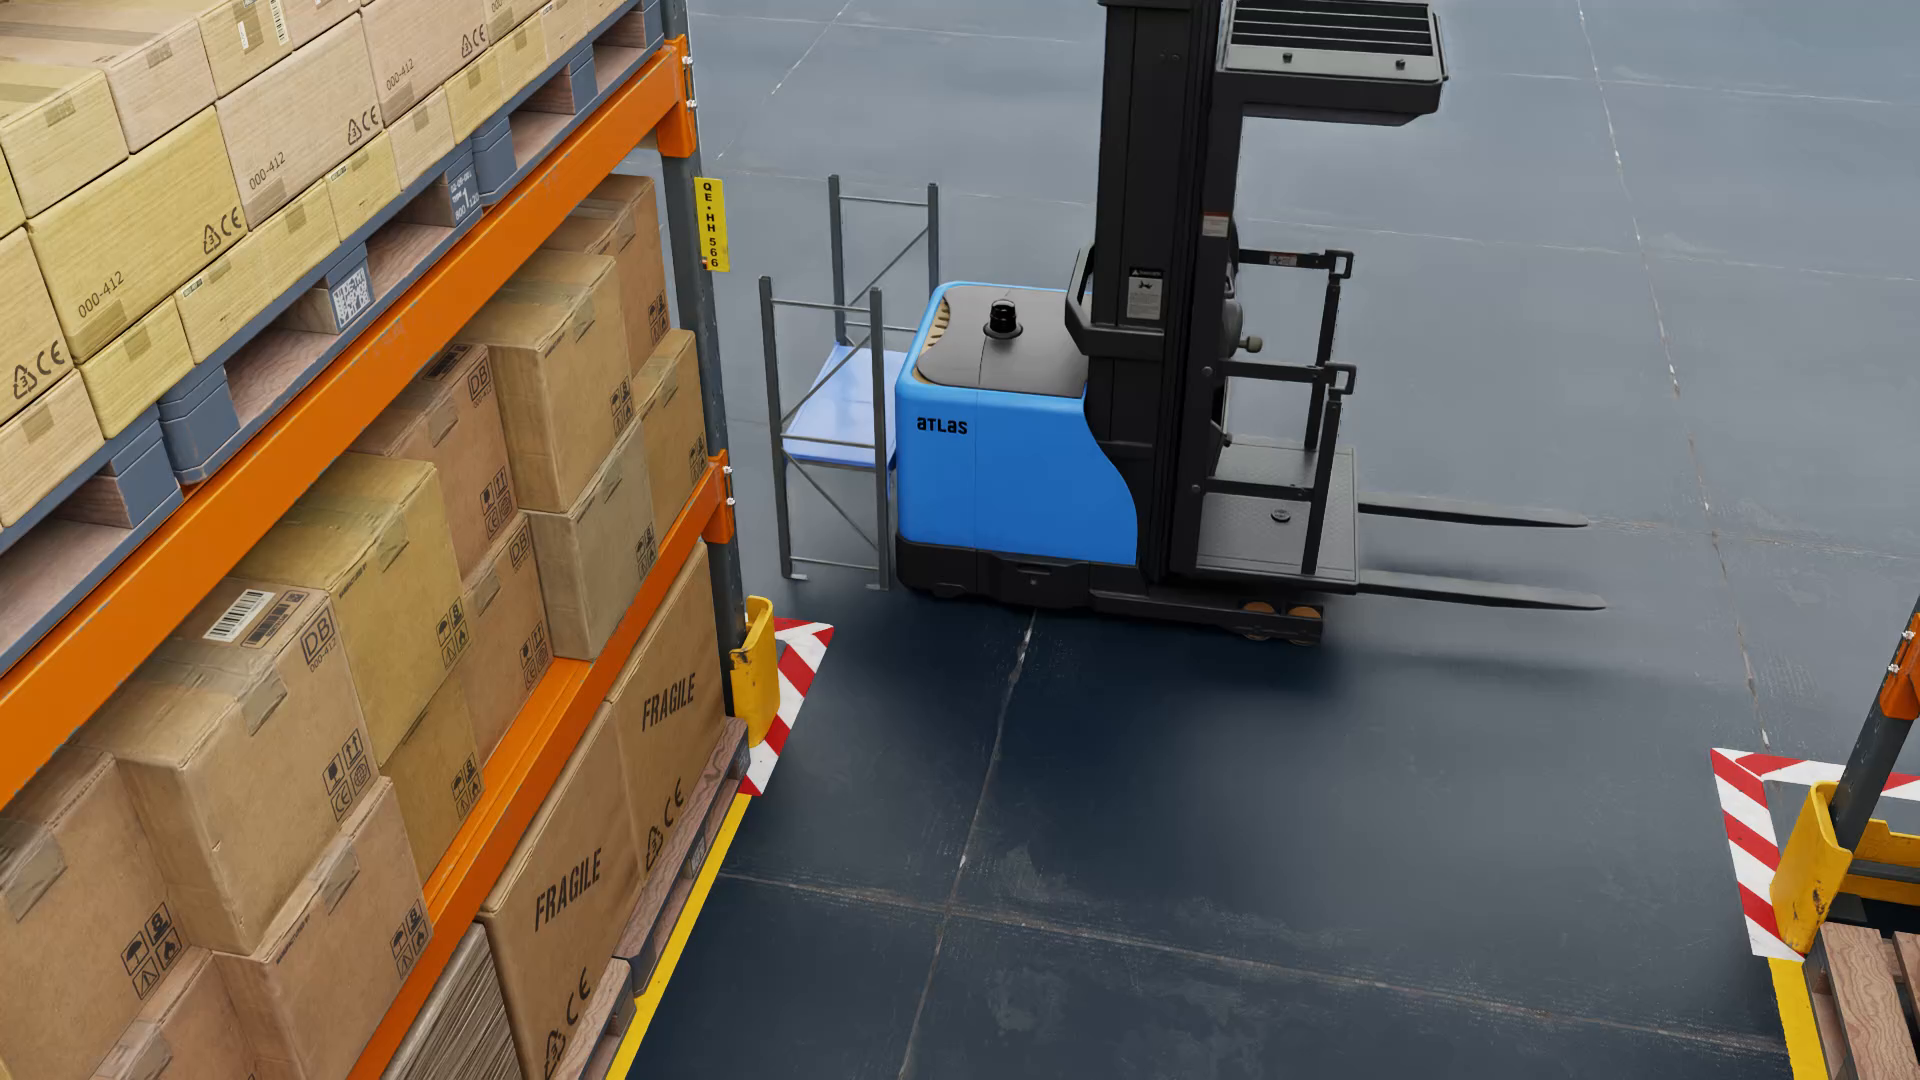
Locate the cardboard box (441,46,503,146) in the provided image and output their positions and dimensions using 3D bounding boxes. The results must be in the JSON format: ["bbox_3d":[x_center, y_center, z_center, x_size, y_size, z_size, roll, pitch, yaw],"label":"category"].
[{"bbox_3d":[-1.295,-1.043,3.848,0.380,0.149,0.250,7,36,9],"label":"cardboard box"}]

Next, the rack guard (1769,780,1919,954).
[{"bbox_3d":[3.470,1.199,5.670,1.175,0.500,0.348,7,37,10],"label":"rack guard"}]

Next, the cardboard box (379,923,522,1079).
[{"bbox_3d":[-1.800,1.578,4.470,0.875,0.875,0.875,8,37,10],"label":"cardboard box"}]

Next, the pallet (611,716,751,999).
[{"bbox_3d":[-1.432,1.061,6.107,1.003,0.211,1.213,7,37,10],"label":"pallet"}]

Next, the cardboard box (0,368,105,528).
[{"bbox_3d":[-1.620,-0.168,2.641,0.380,0.149,0.250,7,36,9],"label":"cardboard box"}]

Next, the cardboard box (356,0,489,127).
[{"bbox_3d":[-1.385,-1.131,3.630,0.500,0.250,0.500,7,37,10],"label":"cardboard box"}]

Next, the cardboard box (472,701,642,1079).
[{"bbox_3d":[-1.603,1.055,5.191,0.875,0.875,0.875,7,36,9],"label":"cardboard box"}]

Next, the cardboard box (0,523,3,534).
[{"bbox_3d":[-1.674,-0.024,2.443,0.380,0.149,0.250,7,37,10],"label":"cardboard box"}]

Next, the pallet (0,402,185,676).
[{"bbox_3d":[-2.007,0.110,2.562,1.003,0.211,1.213,7,37,10],"label":"pallet"}]

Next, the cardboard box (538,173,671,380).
[{"bbox_3d":[-1.454,-0.827,5.287,0.875,0.550,0.550,7,37,10],"label":"cardboard box"}]

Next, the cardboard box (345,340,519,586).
[{"bbox_3d":[-1.734,-0.196,4.416,0.875,0.550,0.550,7,37,10],"label":"cardboard box"}]

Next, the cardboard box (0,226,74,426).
[{"bbox_3d":[-1.707,-0.263,2.432,0.500,0.250,0.500,7,37,10],"label":"cardboard box"}]

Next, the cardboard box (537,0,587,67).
[{"bbox_3d":[-1.186,-1.335,4.251,0.380,0.149,0.250,8,37,11],"label":"cardboard box"}]

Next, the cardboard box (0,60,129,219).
[{"bbox_3d":[-1.566,-0.641,2.613,0.380,0.149,0.250,8,37,10],"label":"cardboard box"}]

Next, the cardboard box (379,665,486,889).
[{"bbox_3d":[-1.783,0.553,4.303,0.875,0.550,0.500,7,37,10],"label":"cardboard box"}]

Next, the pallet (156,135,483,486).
[{"bbox_3d":[-1.744,-0.587,3.524,1.003,0.211,1.213,7,37,10],"label":"pallet"}]

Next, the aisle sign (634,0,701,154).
[{"bbox_3d":[-1.029,-1.592,5.176,0.394,0.787,0.004,7,37,10],"label":"aisle sign"}]

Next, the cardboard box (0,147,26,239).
[{"bbox_3d":[-1.620,-0.493,2.409,0.380,0.149,0.250,7,36,9],"label":"cardboard box"}]

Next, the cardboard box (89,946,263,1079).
[{"bbox_3d":[-2.029,1.165,3.459,0.875,0.550,0.550,7,37,10],"label":"cardboard box"}]

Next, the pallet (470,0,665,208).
[{"bbox_3d":[-1.485,-1.289,4.492,1.003,0.211,1.213,7,37,10],"label":"pallet"}]

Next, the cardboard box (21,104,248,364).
[{"bbox_3d":[-1.600,-0.552,2.831,0.500,0.250,0.500,7,37,9],"label":"cardboard box"}]

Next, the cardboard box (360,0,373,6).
[{"bbox_3d":[-1.350,-1.218,3.410,0.380,0.149,0.250,7,36,9],"label":"cardboard box"}]

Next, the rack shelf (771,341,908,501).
[{"bbox_3d":[-0.450,-0.560,7.551,0.538,0.185,1.000,7,37,10],"label":"rack shelf"}]

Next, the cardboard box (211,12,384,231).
[{"bbox_3d":[-1.493,-0.843,3.232,0.500,0.250,0.500,8,37,10],"label":"cardboard box"}]

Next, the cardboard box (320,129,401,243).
[{"bbox_3d":[-1.403,-0.753,3.447,0.380,0.149,0.250,8,37,11],"label":"cardboard box"}]

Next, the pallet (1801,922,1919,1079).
[{"bbox_3d":[3.262,1.777,5.118,1.003,0.211,1.213,7,37,10],"label":"pallet"}]

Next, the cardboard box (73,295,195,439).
[{"bbox_3d":[-1.566,-0.317,2.846,0.380,0.149,0.250,7,36,9],"label":"cardboard box"}]

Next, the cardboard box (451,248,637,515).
[{"bbox_3d":[-1.482,-0.500,4.836,0.875,0.550,0.550,7,37,10],"label":"cardboard box"}]

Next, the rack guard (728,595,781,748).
[{"bbox_3d":[-1.332,0.462,6.687,1.175,0.500,0.348,7,37,10],"label":"rack guard"}]

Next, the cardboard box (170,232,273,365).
[{"bbox_3d":[-1.512,-0.463,3.048,0.380,0.149,0.250,7,37,10],"label":"cardboard box"}]

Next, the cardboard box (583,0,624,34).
[{"bbox_3d":[-1.132,-1.483,4.455,0.380,0.149,0.250,8,37,10],"label":"cardboard box"}]

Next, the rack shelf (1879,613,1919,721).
[{"bbox_3d":[3.060,1.581,3.626,1.077,0.370,4.000,7,37,10],"label":"rack shelf"}]

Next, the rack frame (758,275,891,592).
[{"bbox_3d":[-0.557,-0.414,7.044,0.500,1.500,0.032,7,37,10],"label":"rack frame"}]

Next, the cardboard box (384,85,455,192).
[{"bbox_3d":[-1.349,-0.899,3.649,0.380,0.149,0.250,8,37,10],"label":"cardboard box"}]

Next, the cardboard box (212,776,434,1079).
[{"bbox_3d":[-1.799,0.870,3.866,0.875,0.550,0.550,7,37,10],"label":"cardboard box"}]

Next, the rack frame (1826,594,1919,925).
[{"bbox_3d":[3.487,0.143,4.997,1.000,3.000,0.127,7,37,10],"label":"rack frame"}]

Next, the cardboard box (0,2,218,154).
[{"bbox_3d":[-1.511,-0.786,2.813,0.380,0.149,0.250,7,37,10],"label":"cardboard box"}]

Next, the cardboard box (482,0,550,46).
[{"bbox_3d":[-1.276,-1.419,4.027,0.500,0.250,0.500,7,37,10],"label":"cardboard box"}]

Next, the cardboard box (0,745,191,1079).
[{"bbox_3d":[-2.075,0.721,3.151,0.875,0.550,0.550,7,37,10],"label":"cardboard box"}]

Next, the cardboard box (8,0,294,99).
[{"bbox_3d":[-1.457,-0.928,3.010,0.380,0.149,0.250,7,37,10],"label":"cardboard box"}]

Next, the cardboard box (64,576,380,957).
[{"bbox_3d":[-1.826,0.429,3.554,0.875,0.550,0.550,7,37,10],"label":"cardboard box"}]

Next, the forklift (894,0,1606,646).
[{"bbox_3d":[1.282,-1.074,6.734,3.031,2.935,1.130,6,36,8],"label":"forklift"}]

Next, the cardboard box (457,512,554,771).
[{"bbox_3d":[-1.711,0.244,4.729,0.875,0.550,0.550,7,37,10],"label":"cardboard box"}]

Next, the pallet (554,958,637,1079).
[{"bbox_3d":[-1.694,1.758,5.145,1.003,0.211,1.213,7,37,10],"label":"pallet"}]

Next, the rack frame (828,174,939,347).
[{"bbox_3d":[-0.343,-0.997,7.848,0.500,1.500,0.032,7,37,10],"label":"rack frame"}]

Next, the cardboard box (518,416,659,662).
[{"bbox_3d":[-1.468,-0.061,5.150,0.875,0.550,0.550,7,37,10],"label":"cardboard box"}]

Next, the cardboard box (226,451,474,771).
[{"bbox_3d":[-1.720,0.124,3.975,0.875,0.550,0.500,7,37,10],"label":"cardboard box"}]

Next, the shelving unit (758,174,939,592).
[{"bbox_3d":[-0.450,-0.706,7.446,0.538,1.500,1.048,7,37,10],"label":"shelving unit"}]

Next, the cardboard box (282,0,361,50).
[{"bbox_3d":[-1.403,-1.073,3.210,0.380,0.149,0.250,8,37,10],"label":"cardboard box"}]

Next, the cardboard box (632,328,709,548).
[{"bbox_3d":[-1.372,-0.379,5.589,0.875,0.550,0.550,7,37,10],"label":"cardboard box"}]

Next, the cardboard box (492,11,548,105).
[{"bbox_3d":[-1.241,-1.190,4.051,0.380,0.149,0.250,8,37,10],"label":"cardboard box"}]

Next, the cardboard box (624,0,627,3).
[{"bbox_3d":[-1.077,-1.627,4.654,0.380,0.149,0.250,7,37,10],"label":"cardboard box"}]

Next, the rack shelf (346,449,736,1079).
[{"bbox_3d":[-1.764,0.901,4.564,1.077,0.370,4.000,7,37,10],"label":"rack shelf"}]

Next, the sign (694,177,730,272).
[{"bbox_3d":[-0.810,-1.025,5.420,0.100,0.325,0.005,7,37,10],"label":"sign"}]

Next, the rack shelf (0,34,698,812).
[{"bbox_3d":[-1.764,-0.313,3.683,1.077,0.370,4.000,7,37,10],"label":"rack shelf"}]

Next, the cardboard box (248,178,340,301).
[{"bbox_3d":[-1.457,-0.605,3.244,0.380,0.149,0.250,8,37,11],"label":"cardboard box"}]

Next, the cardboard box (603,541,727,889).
[{"bbox_3d":[-1.418,0.551,5.887,0.875,0.875,0.875,8,37,10],"label":"cardboard box"}]

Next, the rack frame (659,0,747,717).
[{"bbox_3d":[-1.337,-0.537,5.934,1.000,3.000,0.127,7,37,10],"label":"rack frame"}]
